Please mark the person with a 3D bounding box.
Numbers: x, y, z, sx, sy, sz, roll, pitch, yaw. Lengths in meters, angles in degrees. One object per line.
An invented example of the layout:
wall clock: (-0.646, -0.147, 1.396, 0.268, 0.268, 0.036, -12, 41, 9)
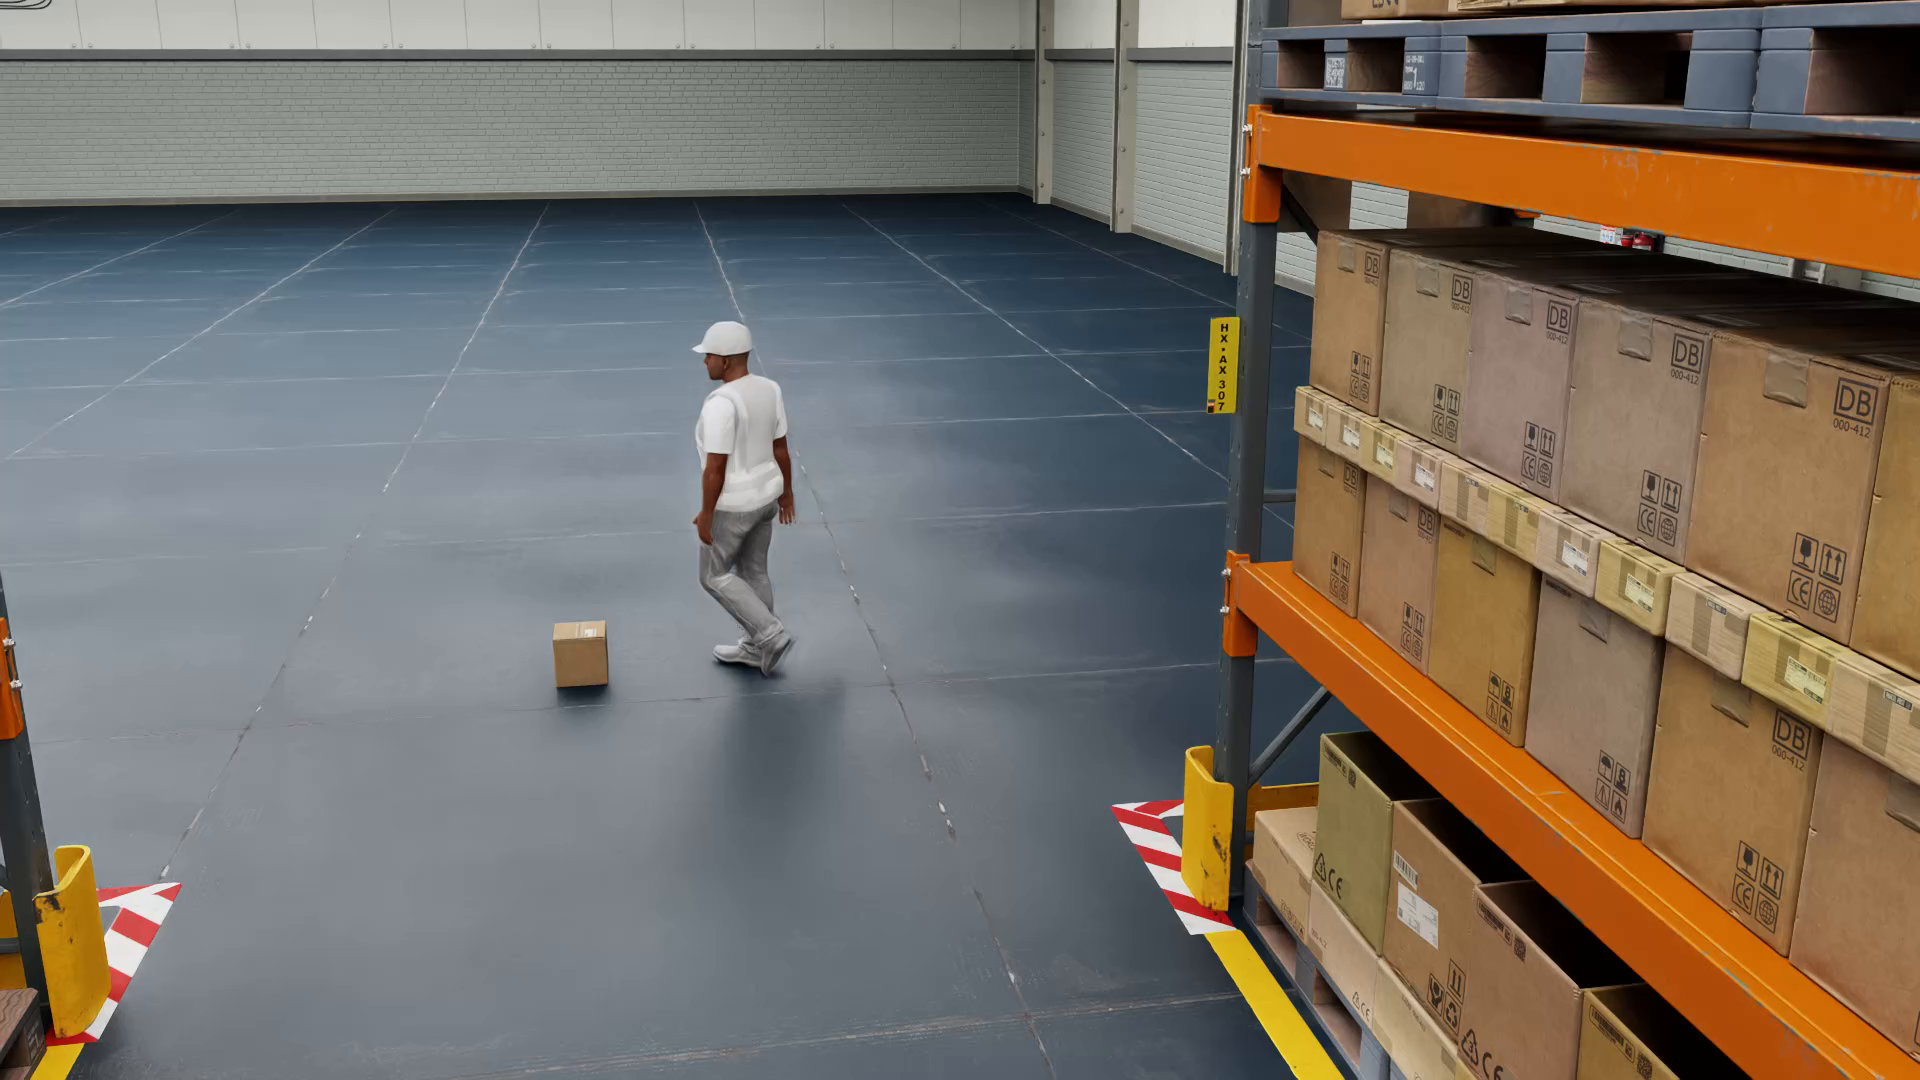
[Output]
person: (-1.050, -0.187, 8.137, 0.544, 1.775, 0.634, 9, 18, 27)
